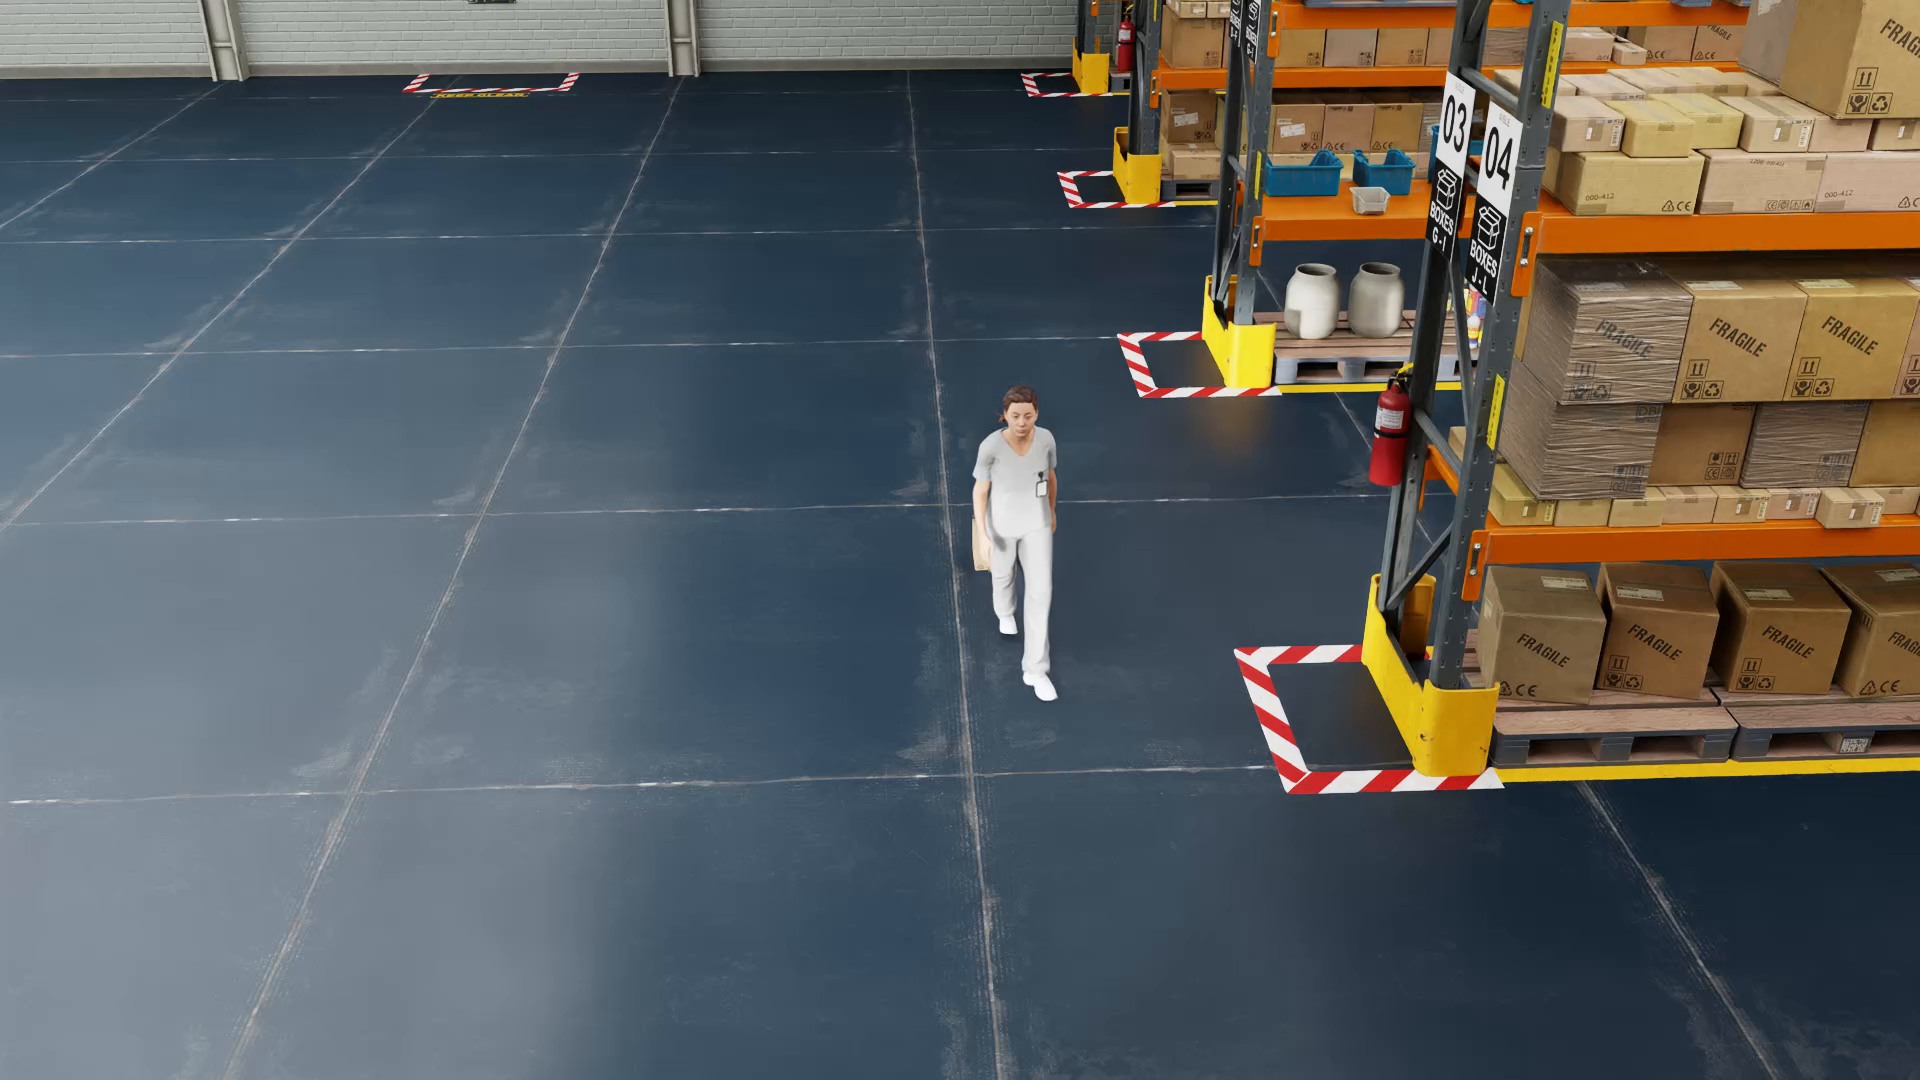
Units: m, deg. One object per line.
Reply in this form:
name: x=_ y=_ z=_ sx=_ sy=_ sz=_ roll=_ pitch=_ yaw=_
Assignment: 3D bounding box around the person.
person: x=0.299 y=-0.065 z=8.741 sx=0.469 sy=1.598 sz=1.011 roll=-2 pitch=28 yaw=-4
